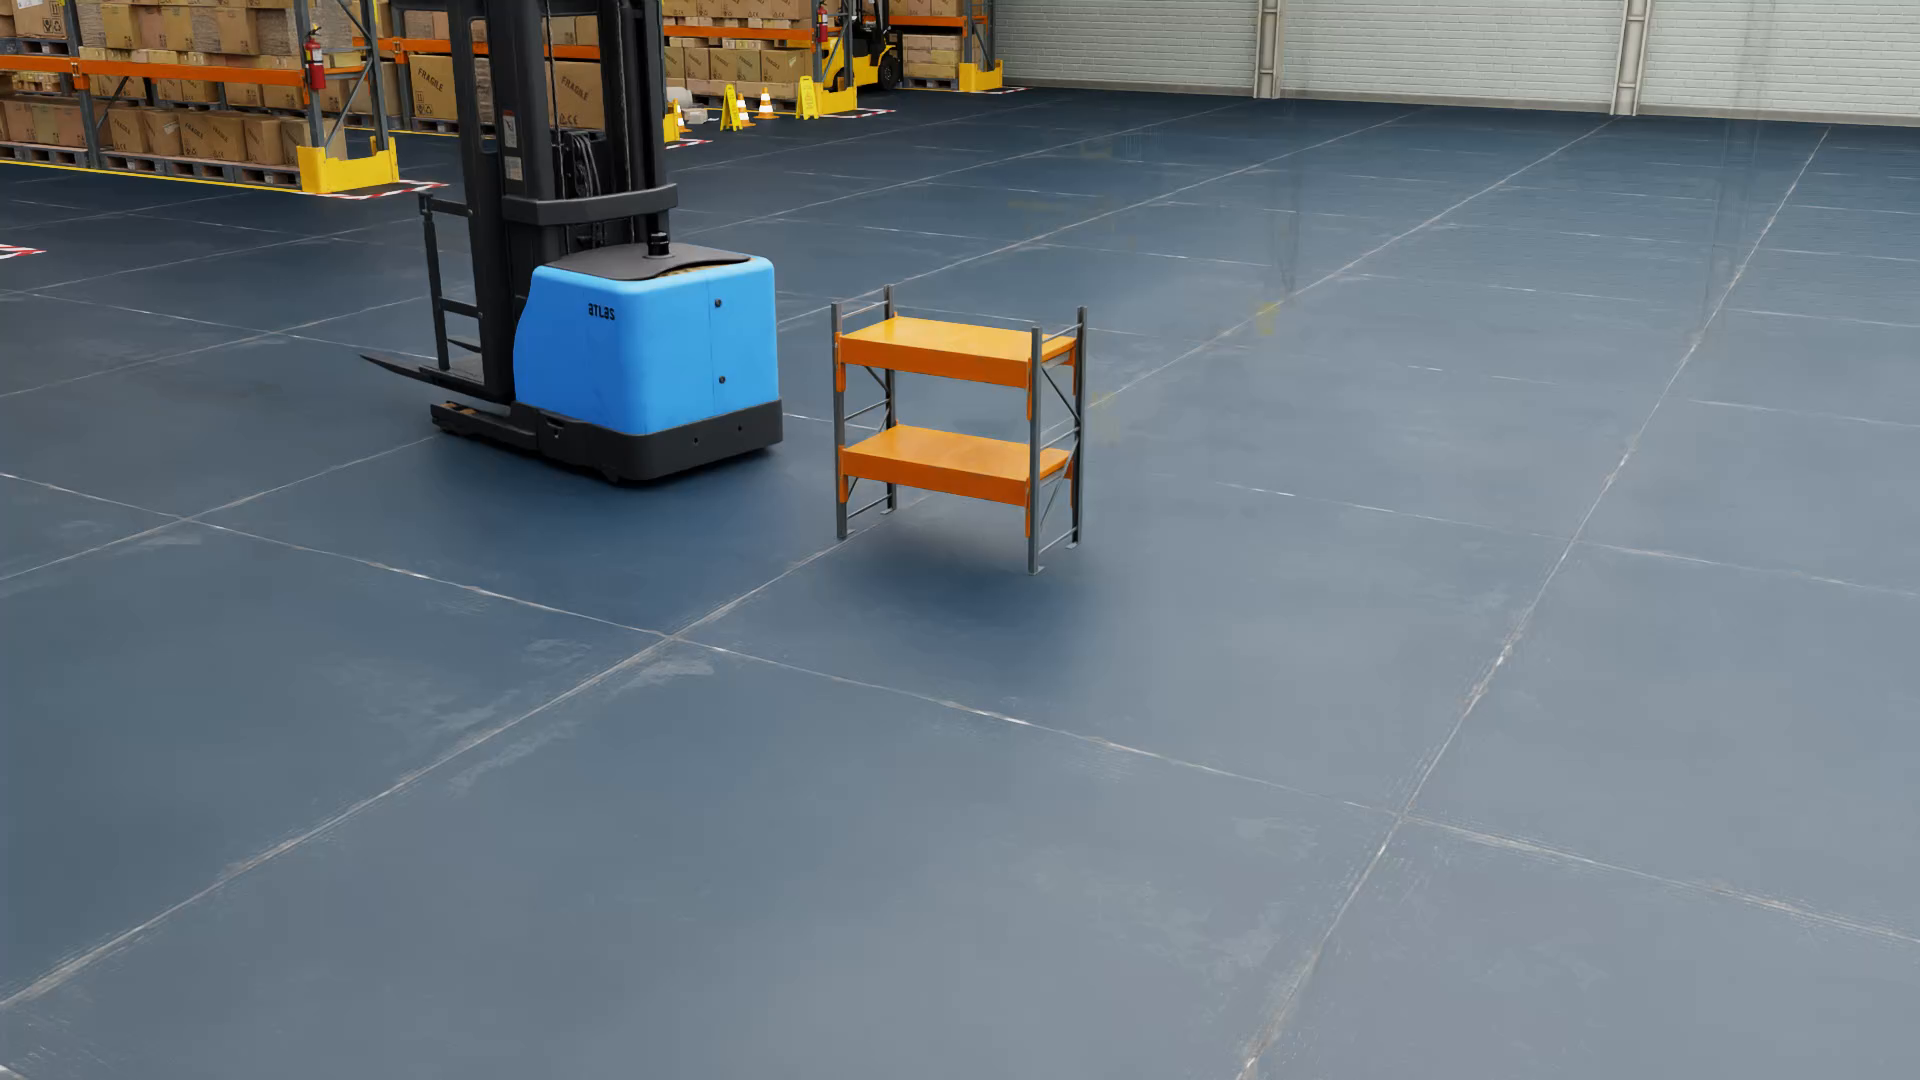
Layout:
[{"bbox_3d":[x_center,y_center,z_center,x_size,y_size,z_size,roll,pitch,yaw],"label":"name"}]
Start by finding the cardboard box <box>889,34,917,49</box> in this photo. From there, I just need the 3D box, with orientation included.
[{"bbox_3d":[-1.079,-9.387,31.295,0.500,0.250,0.500,11,23,28],"label":"cardboard box"}]

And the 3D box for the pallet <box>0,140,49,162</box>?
[{"bbox_3d":[-12.123,-5.122,21.676,1.213,0.211,1.003,11,23,27],"label":"pallet"}]

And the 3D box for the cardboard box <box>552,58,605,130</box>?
[{"bbox_3d":[-4.999,-6.188,23.024,0.875,0.875,0.875,11,23,28],"label":"cardboard box"}]

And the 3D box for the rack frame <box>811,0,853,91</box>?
[{"bbox_3d":[-2.049,-8.386,26.586,0.127,3.000,1.000,11,23,27],"label":"rack frame"}]

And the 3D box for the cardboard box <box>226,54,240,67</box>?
[{"bbox_3d":[-8.101,-5.472,18.920,0.250,0.149,0.380,11,23,27],"label":"cardboard box"}]

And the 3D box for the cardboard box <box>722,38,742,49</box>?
[{"bbox_3d":[-3.676,-8.132,27.251,0.250,0.149,0.380,12,23,30],"label":"cardboard box"}]

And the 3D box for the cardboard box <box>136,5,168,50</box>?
[{"bbox_3d":[-9.106,-6.048,19.557,0.500,0.500,0.875,11,23,27],"label":"cardboard box"}]

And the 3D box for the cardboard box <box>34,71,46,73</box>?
[{"bbox_3d":[-15.531,-8.041,28.326,0.250,0.149,0.380,11,23,28],"label":"cardboard box"}]

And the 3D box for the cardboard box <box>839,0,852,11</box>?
[{"bbox_3d":[-1.958,-10.260,31.604,0.500,0.500,0.500,11,22,27],"label":"cardboard box"}]

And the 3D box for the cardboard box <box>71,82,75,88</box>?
[{"bbox_3d":[-15.244,-7.949,28.946,0.250,0.149,0.380,12,23,29],"label":"cardboard box"}]

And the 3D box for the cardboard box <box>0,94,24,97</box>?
[{"bbox_3d":[-12.781,-5.604,21.937,0.500,0.500,0.700,9,22,23],"label":"cardboard box"}]

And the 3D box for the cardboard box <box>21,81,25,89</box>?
[{"bbox_3d":[-15.978,-7.885,28.770,0.250,0.149,0.380,10,22,26],"label":"cardboard box"}]

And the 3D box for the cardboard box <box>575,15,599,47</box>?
[{"bbox_3d":[-4.720,-7.015,22.584,0.550,0.550,0.875,11,23,27],"label":"cardboard box"}]

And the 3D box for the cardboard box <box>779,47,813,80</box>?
[{"bbox_3d":[-2.639,-7.864,27.462,0.500,0.500,0.500,10,22,26],"label":"cardboard box"}]

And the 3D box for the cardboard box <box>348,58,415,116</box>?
[{"bbox_3d":[-8.452,-6.777,24.834,0.750,0.750,1.050,11,23,27],"label":"cardboard box"}]

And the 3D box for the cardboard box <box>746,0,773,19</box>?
[{"bbox_3d":[-3.092,-8.666,26.774,0.500,0.500,0.500,11,23,27],"label":"cardboard box"}]

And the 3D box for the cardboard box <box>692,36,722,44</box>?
[{"bbox_3d":[-4.915,-9.950,33.763,0.625,0.625,0.875,10,22,25],"label":"cardboard box"}]

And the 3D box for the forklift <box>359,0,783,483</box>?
[{"bbox_3d":[-2.413,-2.076,9.289,3.031,2.935,1.130,17,26,39],"label":"forklift"}]

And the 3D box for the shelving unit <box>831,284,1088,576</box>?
[{"bbox_3d":[-0.006,-0.530,7.676,1.048,1.125,0.538,11,23,27],"label":"shelving unit"}]

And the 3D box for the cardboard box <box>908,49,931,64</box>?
[{"bbox_3d":[-0.641,-9.079,31.178,0.500,0.250,0.500,11,22,27],"label":"cardboard box"}]

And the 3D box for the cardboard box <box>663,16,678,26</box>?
[{"bbox_3d":[-4.731,-8.672,27.743,0.250,0.149,0.380,12,23,29],"label":"cardboard box"}]

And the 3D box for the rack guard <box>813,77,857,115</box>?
[{"bbox_3d":[-2.115,-7.224,27.047,0.348,0.500,1.175,11,23,27],"label":"rack guard"}]

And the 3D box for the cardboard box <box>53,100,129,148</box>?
[{"bbox_3d":[-10.899,-5.242,20.937,0.500,0.500,0.700,9,22,23],"label":"cardboard box"}]

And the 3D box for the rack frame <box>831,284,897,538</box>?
[{"bbox_3d":[-0.450,-0.614,7.909,0.032,1.125,0.500,11,23,27],"label":"rack frame"}]

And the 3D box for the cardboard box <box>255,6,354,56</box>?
[{"bbox_3d":[-7.348,-5.723,18.660,0.500,0.500,0.875,11,23,27],"label":"cardboard box"}]

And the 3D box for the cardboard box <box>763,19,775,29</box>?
[{"bbox_3d":[-2.968,-8.325,26.785,0.250,0.149,0.380,10,22,26],"label":"cardboard box"}]

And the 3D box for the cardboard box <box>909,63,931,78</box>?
[{"bbox_3d":[-0.625,-8.839,31.250,0.500,0.250,0.500,11,23,27],"label":"cardboard box"}]

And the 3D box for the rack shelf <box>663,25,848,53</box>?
[{"bbox_3d":[-3.795,-8.381,27.625,4.000,0.370,1.077,11,23,27],"label":"rack shelf"}]

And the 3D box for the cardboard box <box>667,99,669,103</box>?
[{"bbox_3d":[-4.817,-6.751,25.739,0.637,0.503,0.797,-4,20,-10],"label":"cardboard box"}]

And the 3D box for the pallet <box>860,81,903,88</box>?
[{"bbox_3d":[-1.380,-8.872,32.013,1.213,0.211,1.003,11,23,27],"label":"pallet"}]

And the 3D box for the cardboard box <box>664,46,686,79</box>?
[{"bbox_3d":[-4.684,-8.045,27.961,0.500,0.500,0.500,12,23,29],"label":"cardboard box"}]

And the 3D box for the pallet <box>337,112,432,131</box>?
[{"bbox_3d":[-8.577,-6.356,25.078,1.213,0.211,1.003,11,23,27],"label":"pallet"}]

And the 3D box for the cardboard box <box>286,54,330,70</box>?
[{"bbox_3d":[-7.231,-5.304,18.457,0.250,0.149,0.380,11,23,27],"label":"cardboard box"}]

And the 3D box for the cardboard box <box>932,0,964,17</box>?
[{"bbox_3d":[-0.189,-9.915,30.654,0.500,0.500,0.500,10,22,26],"label":"cardboard box"}]

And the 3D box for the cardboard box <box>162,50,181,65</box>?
[{"bbox_3d":[-9.017,-5.613,19.307,0.250,0.149,0.380,11,23,27],"label":"cardboard box"}]

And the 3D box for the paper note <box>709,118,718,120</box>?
[{"bbox_3d":[-3.845,-6.555,25.892,0.142,0.019,0.148,3,20,9],"label":"paper note"}]

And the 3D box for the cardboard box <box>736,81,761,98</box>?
[{"bbox_3d":[-3.334,-7.434,27.377,0.500,0.250,0.500,11,23,27],"label":"cardboard box"}]

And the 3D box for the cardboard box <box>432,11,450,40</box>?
[{"bbox_3d":[-7.047,-7.489,23.892,0.550,0.550,0.875,11,23,27],"label":"cardboard box"}]

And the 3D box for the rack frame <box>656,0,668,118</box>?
[{"bbox_3d":[-4.374,-6.896,22.477,0.127,3.000,1.000,11,23,27],"label":"rack frame"}]

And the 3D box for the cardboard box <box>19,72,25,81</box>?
[{"bbox_3d":[-15.937,-7.998,28.643,0.250,0.149,0.380,11,23,28],"label":"cardboard box"}]

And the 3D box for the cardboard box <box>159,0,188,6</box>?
[{"bbox_3d":[-8.789,-6.362,18.956,0.500,0.500,0.500,11,23,27],"label":"cardboard box"}]

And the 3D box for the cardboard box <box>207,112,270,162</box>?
[{"bbox_3d":[-8.494,-4.766,19.656,0.500,0.500,0.500,13,24,32],"label":"cardboard box"}]

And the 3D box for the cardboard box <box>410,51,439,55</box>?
[{"bbox_3d":[-9.595,-9.055,30.929,0.875,0.875,0.875,11,22,27],"label":"cardboard box"}]

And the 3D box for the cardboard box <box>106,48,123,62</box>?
[{"bbox_3d":[-9.889,-5.779,19.767,0.250,0.149,0.380,11,23,27],"label":"cardboard box"}]

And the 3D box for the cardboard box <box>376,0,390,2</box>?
[{"bbox_3d":[-8.303,-8.159,24.346,0.500,0.500,0.700,10,22,26],"label":"cardboard box"}]

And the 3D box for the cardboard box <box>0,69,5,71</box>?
[{"bbox_3d":[-16.463,-8.205,28.779,0.250,0.149,0.380,10,22,25],"label":"cardboard box"}]

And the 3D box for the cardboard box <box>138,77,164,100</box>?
[{"bbox_3d":[-12.982,-7.451,27.057,0.500,0.500,0.500,10,22,25],"label":"cardboard box"}]

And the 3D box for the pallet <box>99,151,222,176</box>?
[{"bbox_3d":[-9.770,-4.689,20.483,1.213,0.211,1.003,11,23,27],"label":"pallet"}]

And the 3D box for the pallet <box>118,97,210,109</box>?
[{"bbox_3d":[-13.101,-7.249,27.540,1.213,0.211,1.003,11,23,27],"label":"pallet"}]

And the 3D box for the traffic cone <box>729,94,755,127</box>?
[{"bbox_3d":[-3.298,-6.494,25.090,0.334,0.463,0.336,11,23,27],"label":"traffic cone"}]

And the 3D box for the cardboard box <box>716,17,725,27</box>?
[{"bbox_3d":[-3.804,-8.527,27.341,0.250,0.149,0.380,11,23,27],"label":"cardboard box"}]

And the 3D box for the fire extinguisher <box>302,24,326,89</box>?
[{"bbox_3d":[-7.006,-5.244,18.035,0.183,0.674,0.296,11,23,27],"label":"fire extinguisher"}]

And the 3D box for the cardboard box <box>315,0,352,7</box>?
[{"bbox_3d":[-7.229,-6.266,18.690,0.500,0.500,0.500,11,23,27],"label":"cardboard box"}]

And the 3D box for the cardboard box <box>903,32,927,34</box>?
[{"bbox_3d":[-0.828,-9.544,31.728,0.500,0.250,0.500,11,22,27],"label":"cardboard box"}]

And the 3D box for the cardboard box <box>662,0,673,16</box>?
[{"bbox_3d":[-4.843,-9.006,27.710,0.500,0.500,0.500,11,23,27],"label":"cardboard box"}]

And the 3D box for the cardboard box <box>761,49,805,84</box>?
[{"bbox_3d":[-2.875,-7.699,27.008,0.500,0.500,0.500,11,23,28],"label":"cardboard box"}]

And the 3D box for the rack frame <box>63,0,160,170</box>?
[{"bbox_3d":[-10.374,-6.101,20.286,0.127,3.000,1.000,11,23,27],"label":"rack frame"}]

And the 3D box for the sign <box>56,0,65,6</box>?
[{"bbox_3d":[-10.641,-6.480,19.632,0.005,0.325,0.100,11,23,27],"label":"sign"}]
